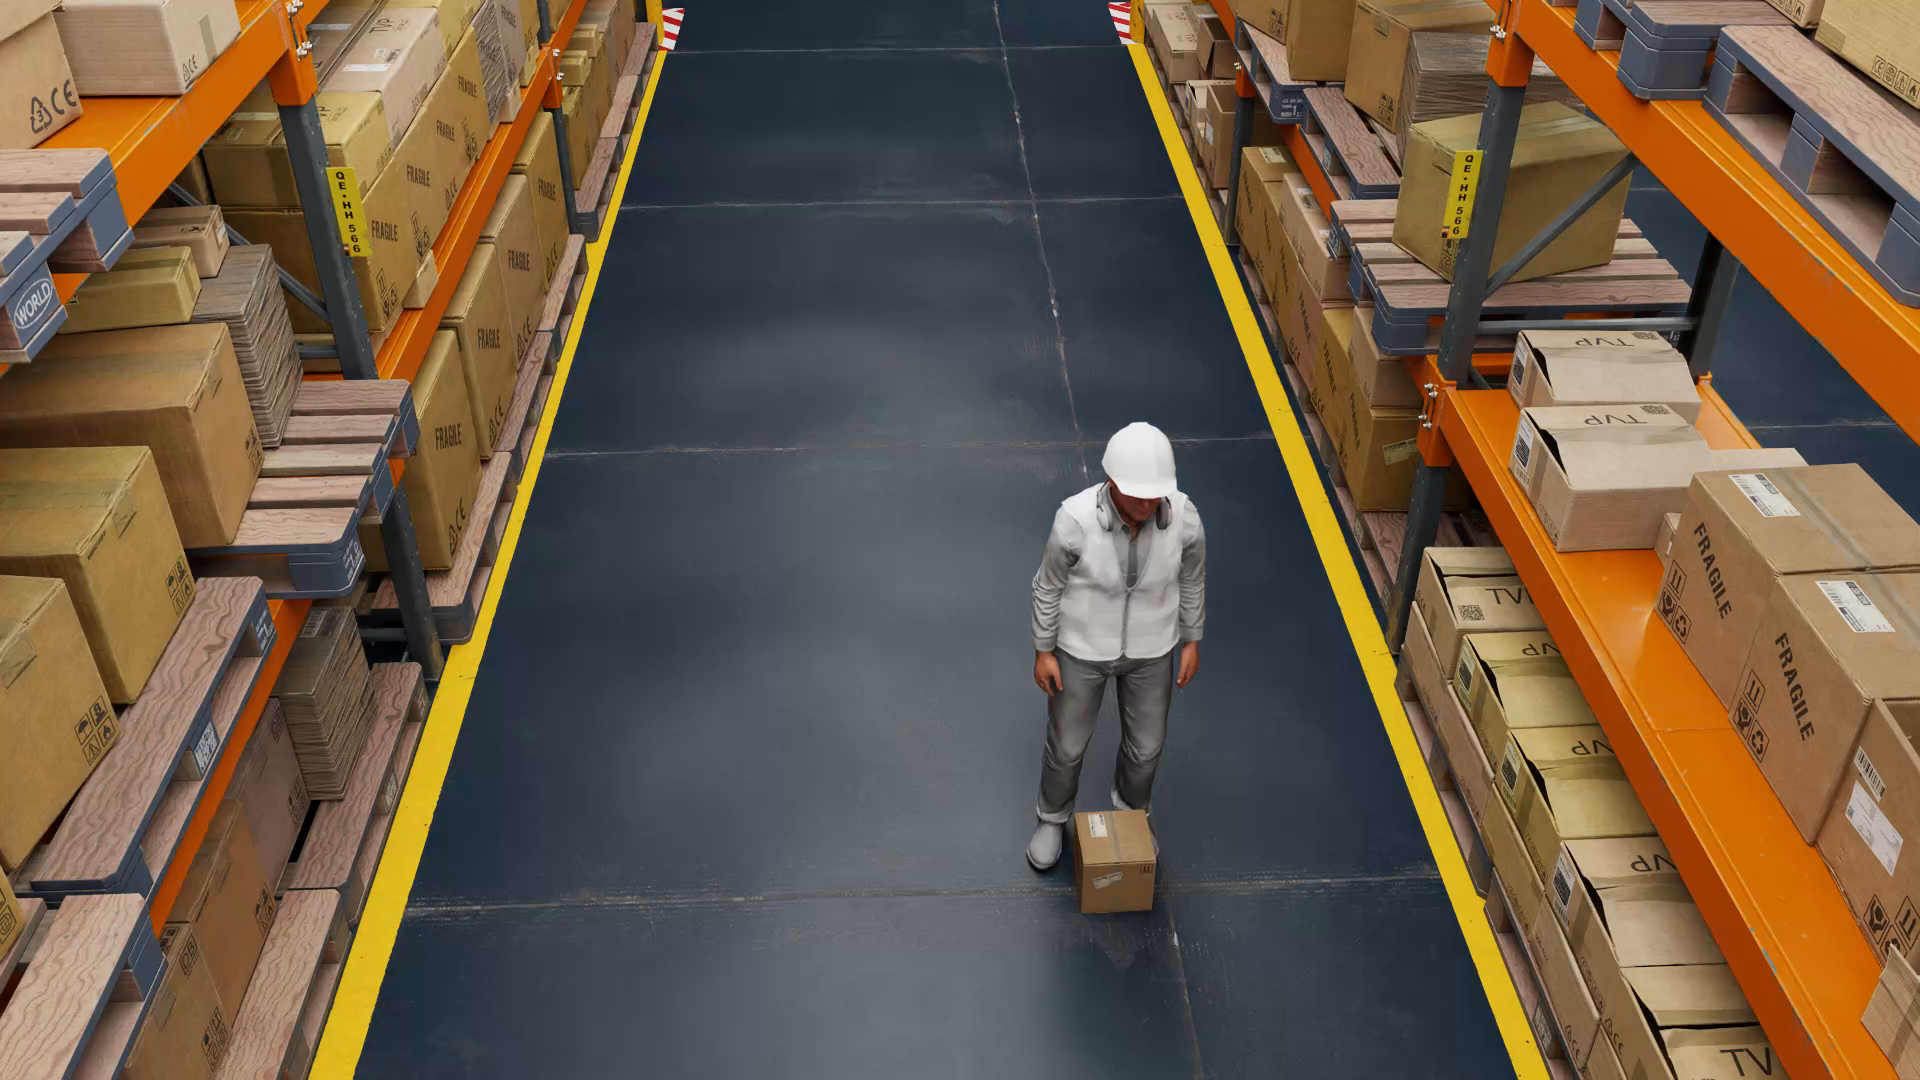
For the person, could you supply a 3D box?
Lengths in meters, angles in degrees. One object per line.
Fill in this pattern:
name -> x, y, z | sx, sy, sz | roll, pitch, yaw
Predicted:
person -> 0.527, 0.356, 5.613 | 0.594, 1.773, 0.458 | -3, 35, -5
